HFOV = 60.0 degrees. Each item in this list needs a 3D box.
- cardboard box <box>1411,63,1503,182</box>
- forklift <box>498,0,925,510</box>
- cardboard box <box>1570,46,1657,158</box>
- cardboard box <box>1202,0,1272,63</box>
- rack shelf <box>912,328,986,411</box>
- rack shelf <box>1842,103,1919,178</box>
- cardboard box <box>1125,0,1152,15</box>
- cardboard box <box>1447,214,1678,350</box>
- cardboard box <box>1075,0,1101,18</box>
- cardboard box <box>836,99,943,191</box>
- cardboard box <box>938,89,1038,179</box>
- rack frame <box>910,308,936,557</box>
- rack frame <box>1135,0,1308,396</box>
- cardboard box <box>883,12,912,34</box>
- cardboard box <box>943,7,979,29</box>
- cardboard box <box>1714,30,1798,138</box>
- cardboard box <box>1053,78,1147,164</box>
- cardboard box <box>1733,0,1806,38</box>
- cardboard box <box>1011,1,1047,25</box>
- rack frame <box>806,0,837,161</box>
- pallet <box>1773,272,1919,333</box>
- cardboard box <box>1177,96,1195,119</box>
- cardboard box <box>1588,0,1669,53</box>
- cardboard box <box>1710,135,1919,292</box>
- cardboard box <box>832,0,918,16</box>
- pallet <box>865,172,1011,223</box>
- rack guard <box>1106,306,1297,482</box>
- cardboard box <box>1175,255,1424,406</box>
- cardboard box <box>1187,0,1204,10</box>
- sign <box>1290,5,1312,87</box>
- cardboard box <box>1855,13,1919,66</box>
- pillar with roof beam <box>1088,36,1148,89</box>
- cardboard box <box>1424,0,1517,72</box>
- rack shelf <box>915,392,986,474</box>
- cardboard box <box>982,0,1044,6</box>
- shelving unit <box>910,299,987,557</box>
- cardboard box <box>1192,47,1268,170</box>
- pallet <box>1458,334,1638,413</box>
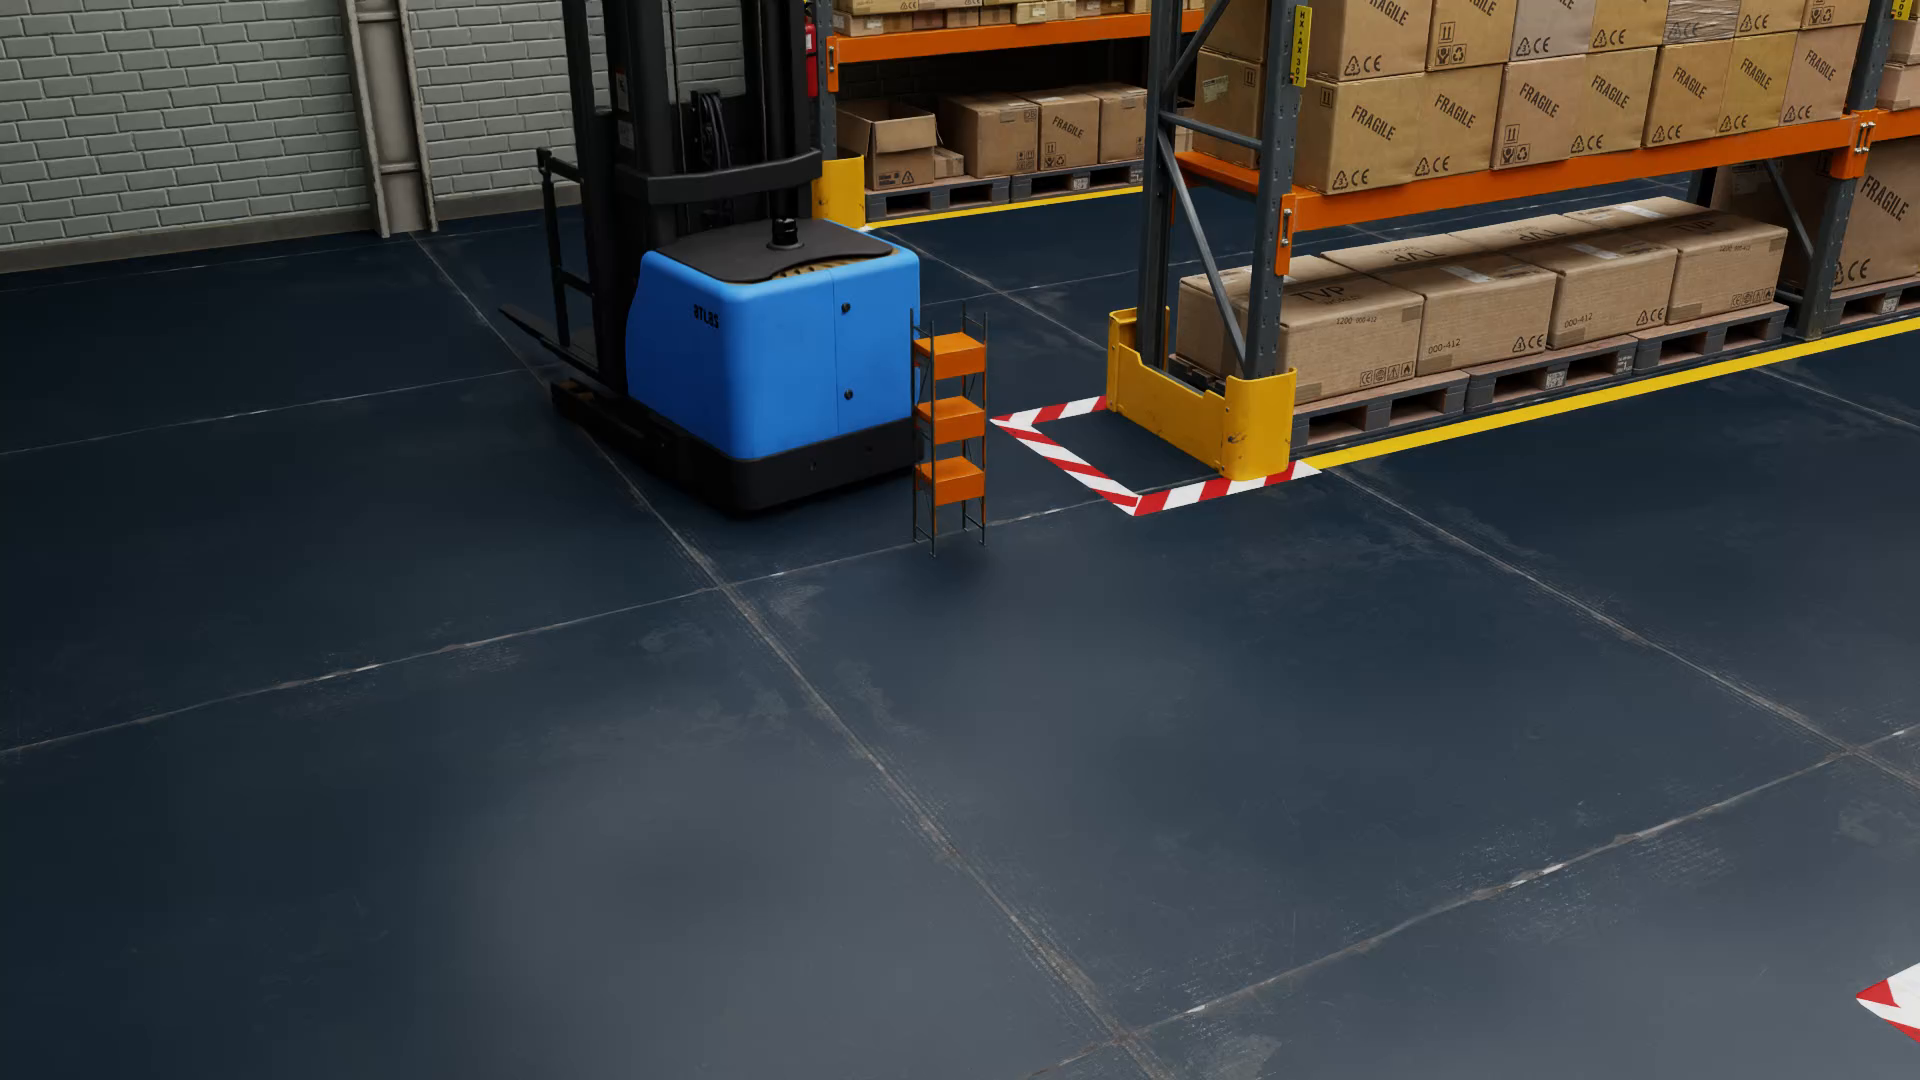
[{"bbox_3d":[2.180,-2.027,7.890,0.500,0.500,0.500,-13,29,-26],"label":"cardboard box"},{"bbox_3d":[-1.460,-2.026,8.083,1.130,2.935,3.031,-18,31,-33],"label":"forklift"},{"bbox_3d":[3.072,-2.232,8.318,0.500,0.500,0.500,-12,28,-23],"label":"cardboard box"},{"bbox_3d":[1.502,-2.565,7.856,0.500,0.500,0.500,-12,28,-23],"label":"cardboard box"},{"bbox_3d":[-0.047,-0.709,6.882,0.240,0.259,0.215,-13,29,-25],"label":"rack shelf"},{"bbox_3d":[6.483,-2.778,10.401,4.000,0.370,1.077,-13,29,-25],"label":"rack shelf"},{"bbox_3d":[1.323,-4.086,12.584,0.250,0.149,0.380,-13,29,-26],"label":"cardboard box"},{"bbox_3d":[3.324,-1.460,9.299,0.875,0.438,0.875,-14,29,-27],"label":"cardboard box"},{"bbox_3d":[0.847,-4.008,12.421,0.250,0.149,0.380,-13,29,-25],"label":"cardboard box"},{"bbox_3d":[-0.566,-2.927,12.280,0.637,0.503,0.797,-14,29,-27],"label":"cardboard box"},{"bbox_3d":[0.206,-3.085,12.613,0.500,0.500,0.700,-12,28,-23],"label":"cardboard box"},{"bbox_3d":[-0.155,-0.438,6.948,0.008,1.050,0.200,-13,29,-25],"label":"rack frame"},{"bbox_3d":[1.189,-1.880,7.700,0.127,3.000,1.000,-13,29,-25],"label":"rack frame"},{"bbox_3d":[-0.529,-3.693,11.767,0.250,0.149,0.380,-12,28,-24],"label":"cardboard box"},{"bbox_3d":[-0.061,-3.788,11.965,0.250,0.149,0.380,-12,28,-23],"label":"cardboard box"},{"bbox_3d":[3.978,-2.441,8.753,0.500,0.500,0.500,-14,29,-26],"label":"cardboard box"},{"bbox_3d":[1.122,-3.296,13.053,0.500,0.500,0.700,-14,29,-27],"label":"cardboard box"},{"bbox_3d":[3.980,-2.889,8.530,0.500,0.500,0.500,-13,29,-26],"label":"cardboard box"},{"bbox_3d":[0.429,-3.867,12.129,0.250,0.149,0.380,-14,29,-27],"label":"cardboard box"},{"bbox_3d":[-1.150,-3.775,11.647,0.127,3.000,1.000,-13,29,-25],"label":"rack frame"},{"bbox_3d":[5.363,-1.624,10.388,1.213,0.211,1.003,-13,29,-25],"label":"pallet"},{"bbox_3d":[1.685,-3.523,13.742,0.500,0.311,0.500,-12,28,-23],"label":"cardboard box"},{"bbox_3d":[3.089,-2.683,8.101,0.500,0.500,0.500,-13,28,-25],"label":"cardboard box"},{"bbox_3d":[5.227,-2.083,10.093,0.875,0.875,0.875,-12,28,-24],"label":"cardboard box"},{"bbox_3d":[-0.623,-3.831,11.593,0.500,0.250,0.500,-13,28,-25],"label":"cardboard box"},{"bbox_3d":[-0.380,-2.696,12.622,1.213,0.211,1.003,-13,29,-25],"label":"pallet"},{"bbox_3d":[1.167,-0.748,8.231,0.348,0.500,1.175,-13,29,-25],"label":"rack guard"},{"bbox_3d":[1.724,-1.087,8.523,0.875,0.438,0.875,-14,29,-27],"label":"cardboard box"},{"bbox_3d":[1.779,-4.192,12.805,0.250,0.149,0.380,-12,28,-24],"label":"cardboard box"},{"bbox_3d":[1.444,-2.093,7.052,0.005,0.325,0.100,-13,29,-25],"label":"sign"},{"bbox_3d":[5.239,-2.834,9.284,0.500,0.250,0.500,-14,29,-27],"label":"cardboard box"},{"bbox_3d":[3.366,-5.852,9.042,0.400,9.000,9.100,-13,29,-25],"label":"pillar with roof beam"},{"bbox_3d":[2.199,-2.473,7.664,0.500,0.500,0.500,-14,29,-26],"label":"cardboard box"},{"bbox_3d":[-0.047,-0.453,7.005,0.240,0.259,0.215,-13,29,-25],"label":"rack shelf"},{"bbox_3d":[0.267,-4.038,12.025,0.500,0.250,0.500,-14,29,-26],"label":"cardboard box"},{"bbox_3d":[-0.047,-0.462,7.000,0.252,1.050,0.215,-13,29,-25],"label":"shelving unit"},{"bbox_3d":[1.490,-2.124,8.094,0.500,0.500,0.500,-13,28,-25],"label":"cardboard box"},{"bbox_3d":[2.932,-1.062,9.219,1.213,0.211,1.003,-13,29,-25],"label":"pallet"}]
